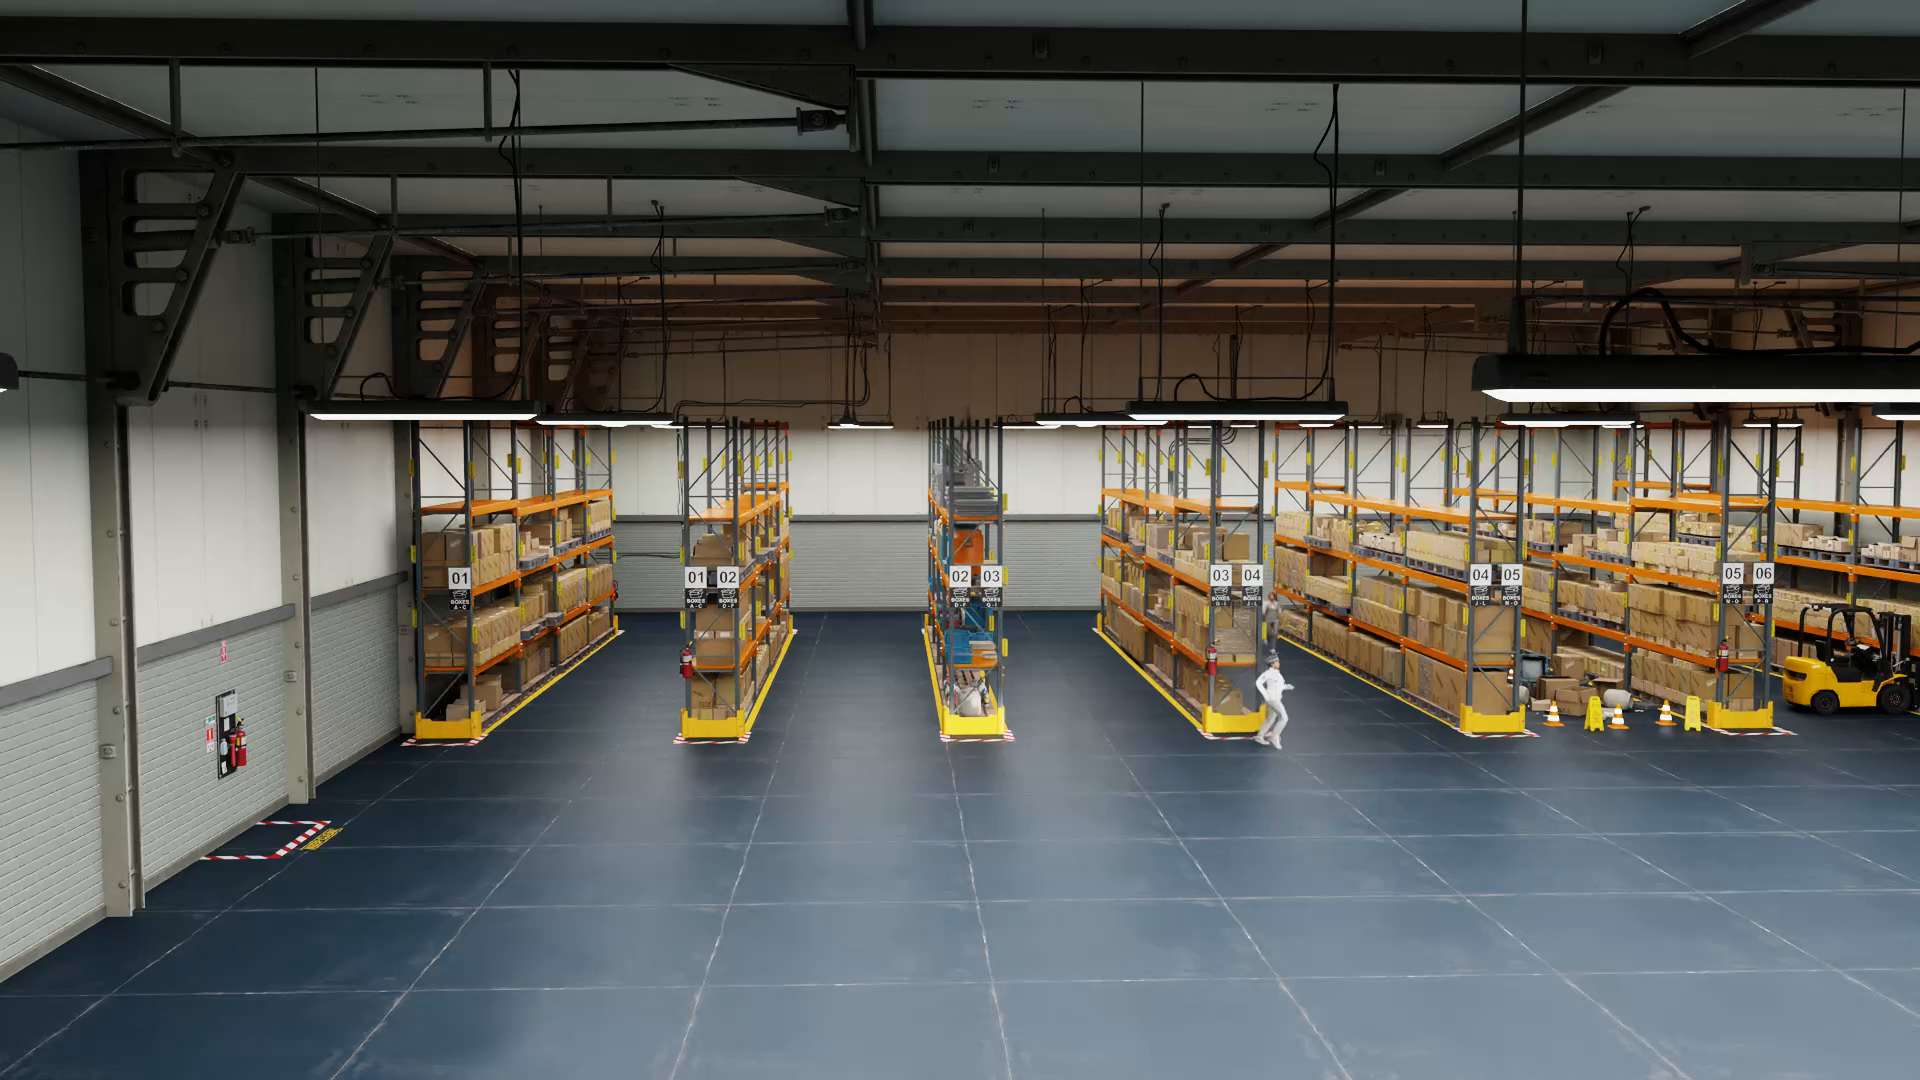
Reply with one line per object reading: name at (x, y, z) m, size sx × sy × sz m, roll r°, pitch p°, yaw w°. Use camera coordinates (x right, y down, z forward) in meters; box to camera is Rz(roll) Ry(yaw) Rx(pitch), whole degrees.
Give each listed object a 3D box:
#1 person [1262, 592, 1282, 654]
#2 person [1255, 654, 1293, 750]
person at (8.107, 2.138, 43.209) m, size 0.553 × 1.574 × 0.747 m, roll 0°, pitch 4°, yaw -3°
person at (5.673, 2.920, 30.062) m, size 0.712 × 1.733 × 0.581 m, roll 2°, pitch 4°, yaw 24°
